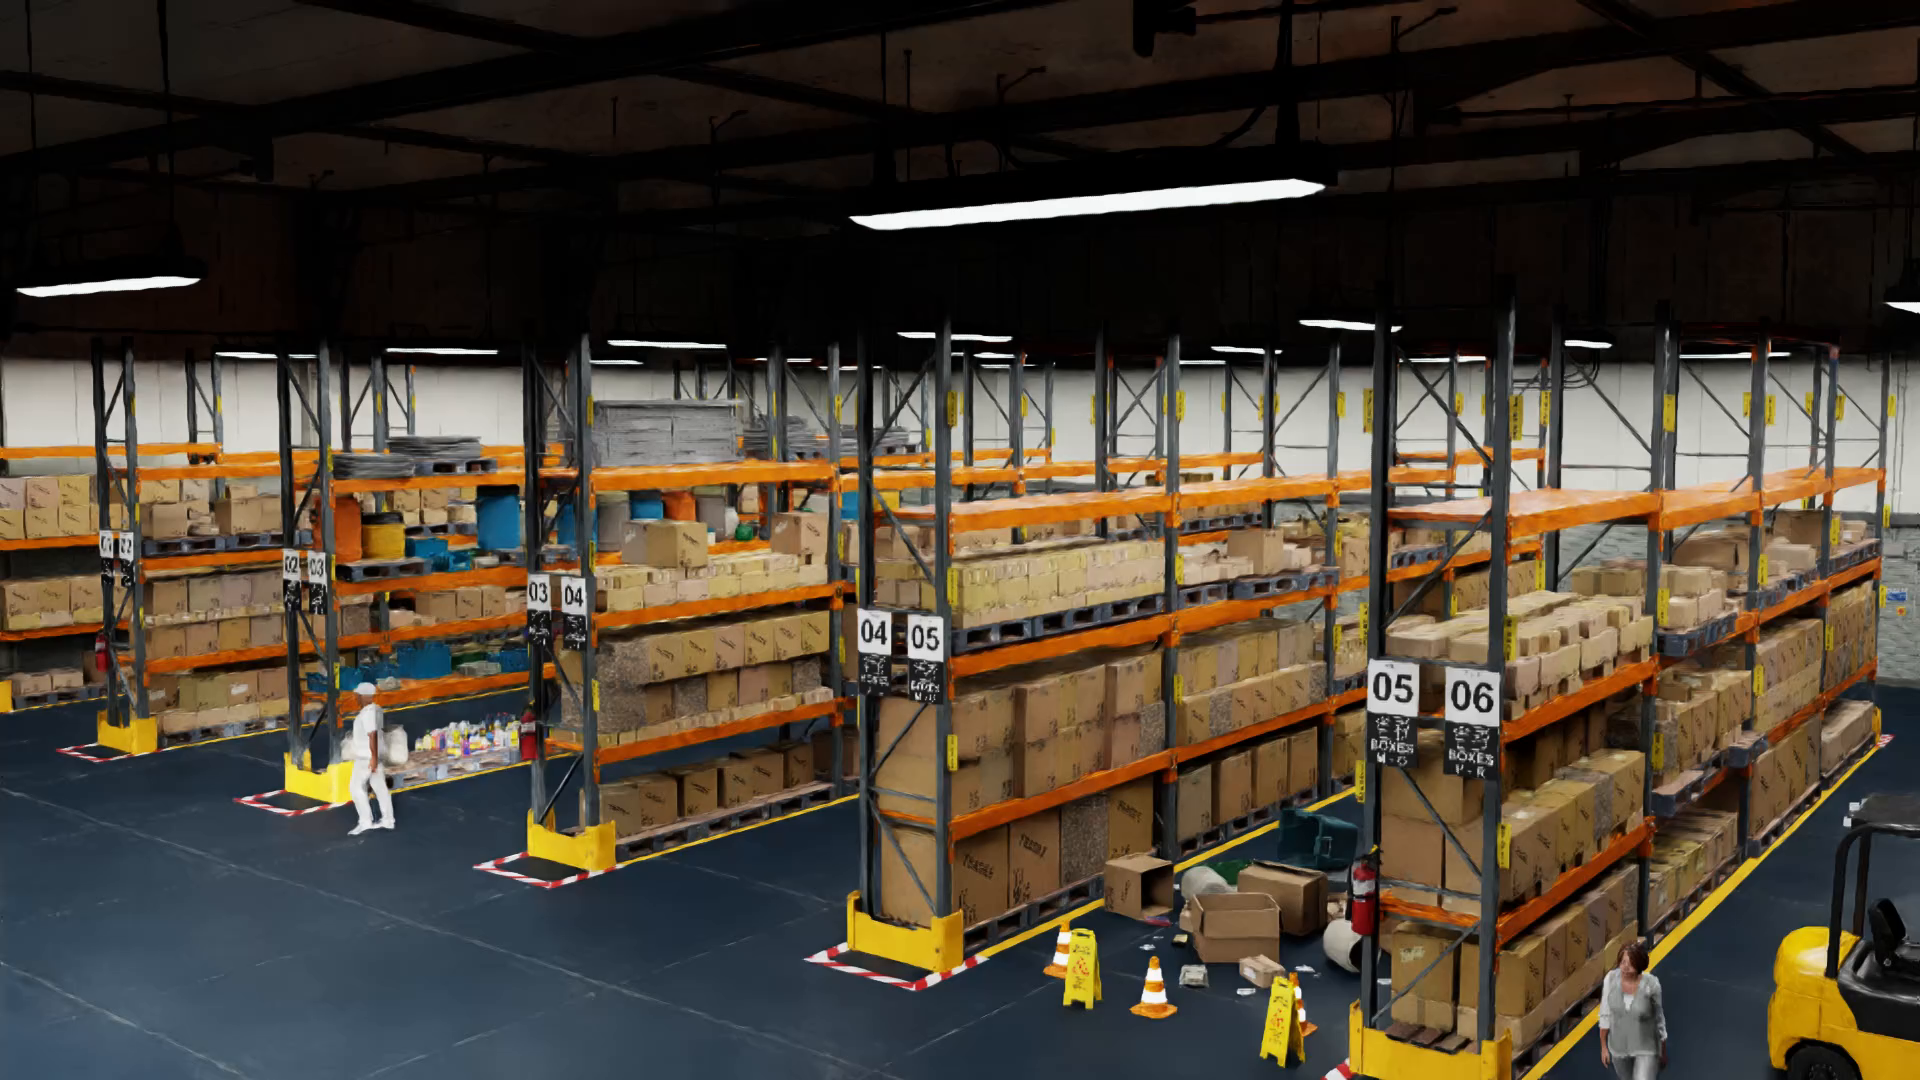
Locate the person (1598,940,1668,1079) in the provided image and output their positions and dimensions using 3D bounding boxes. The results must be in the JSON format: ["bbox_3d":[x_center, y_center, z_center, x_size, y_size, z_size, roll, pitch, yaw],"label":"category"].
[{"bbox_3d":[4.517,3.421,11.205,0.417,1.517,1.036,4,6,40],"label":"person"}]

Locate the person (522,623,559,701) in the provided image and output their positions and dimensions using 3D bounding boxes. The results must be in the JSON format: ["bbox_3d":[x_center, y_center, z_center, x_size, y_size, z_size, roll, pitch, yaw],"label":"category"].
[{"bbox_3d":[-7.152,1.905,28.224,0.470,1.571,1.060,3,6,28],"label":"person"}]

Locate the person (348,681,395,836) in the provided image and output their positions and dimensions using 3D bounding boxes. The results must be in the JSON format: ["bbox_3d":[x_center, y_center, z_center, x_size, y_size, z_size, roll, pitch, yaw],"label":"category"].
[{"bbox_3d":[-6.971,2.567,19.764,0.494,1.770,0.651,0,5,0],"label":"person"}]
